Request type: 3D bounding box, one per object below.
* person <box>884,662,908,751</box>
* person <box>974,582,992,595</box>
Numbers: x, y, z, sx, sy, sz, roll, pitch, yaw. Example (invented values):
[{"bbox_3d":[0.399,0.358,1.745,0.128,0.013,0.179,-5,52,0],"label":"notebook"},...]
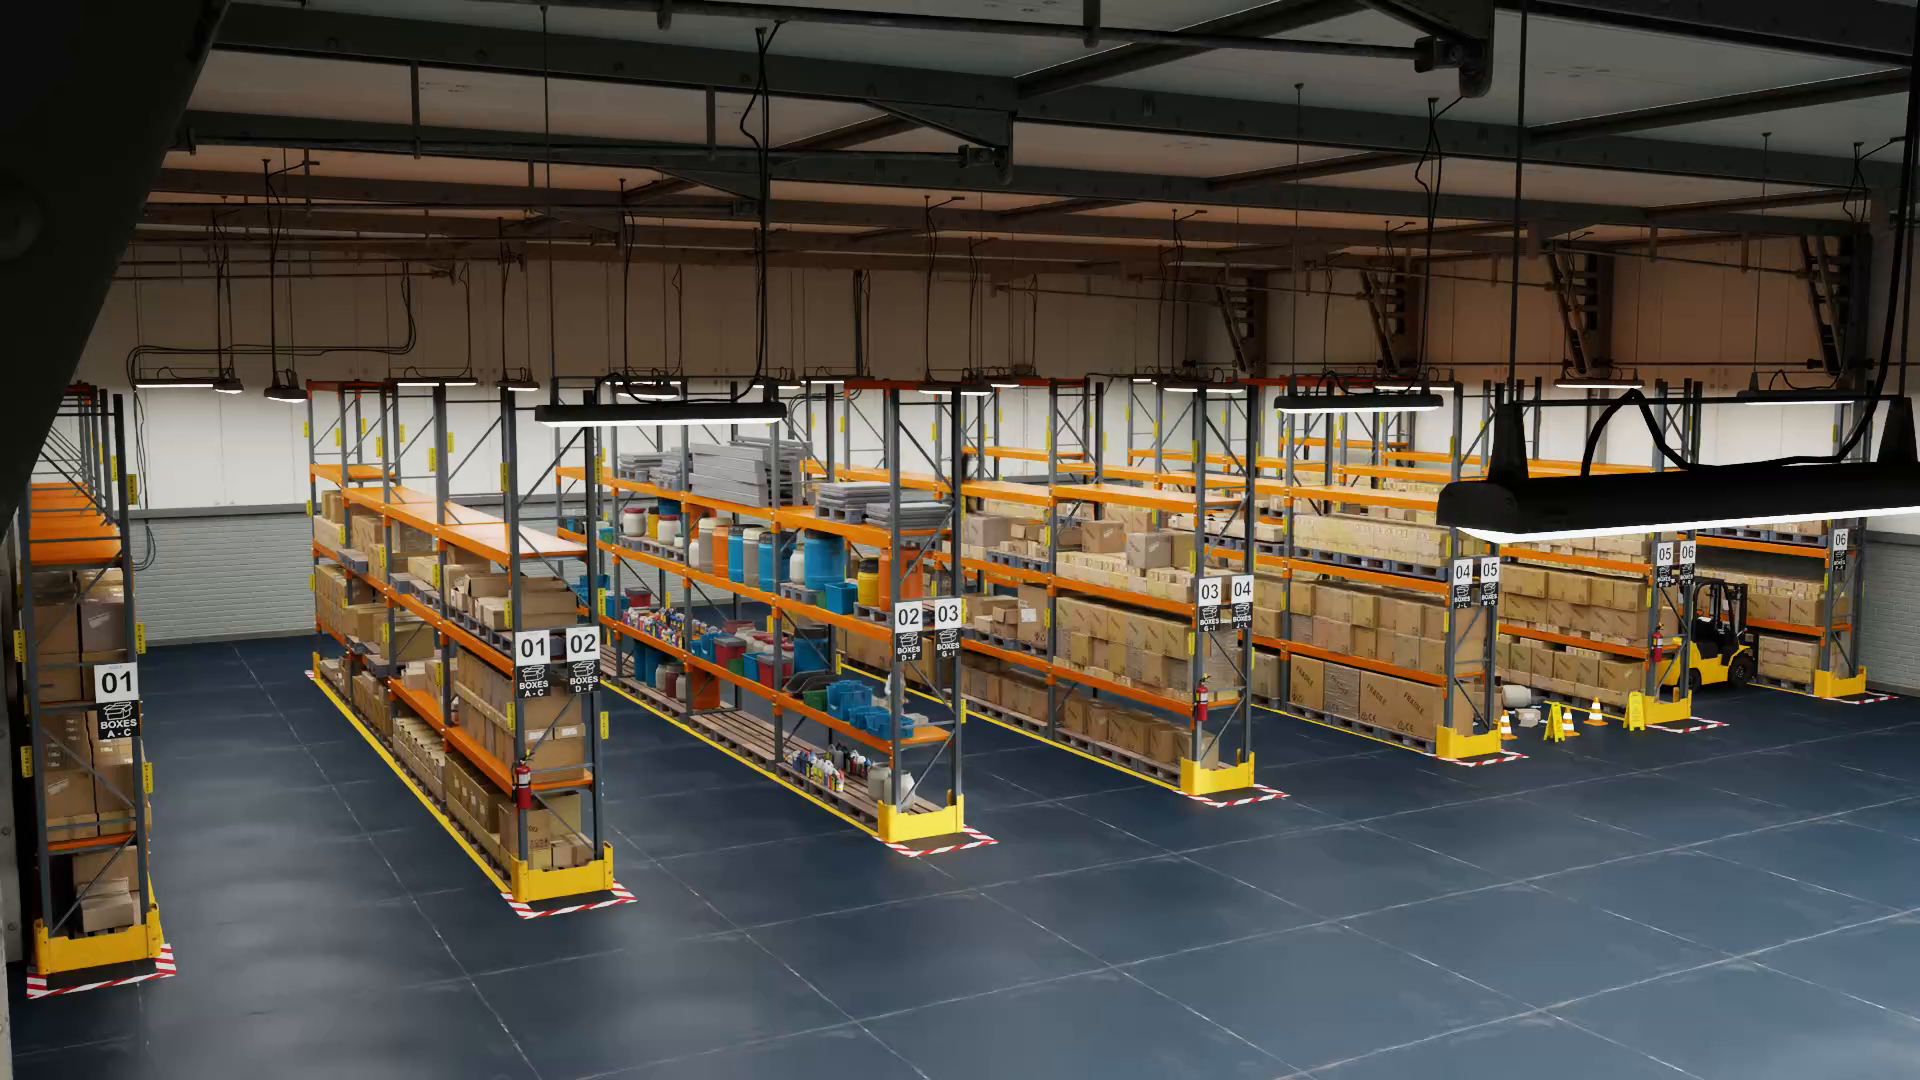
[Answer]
[{"bbox_3d":[-1.135,2.686,27.194,0.689,1.547,0.536,3,7,29],"label":"person"},{"bbox_3d":[0.625,1.018,42.101,0.683,1.718,0.592,-5,8,-37],"label":"person"}]
